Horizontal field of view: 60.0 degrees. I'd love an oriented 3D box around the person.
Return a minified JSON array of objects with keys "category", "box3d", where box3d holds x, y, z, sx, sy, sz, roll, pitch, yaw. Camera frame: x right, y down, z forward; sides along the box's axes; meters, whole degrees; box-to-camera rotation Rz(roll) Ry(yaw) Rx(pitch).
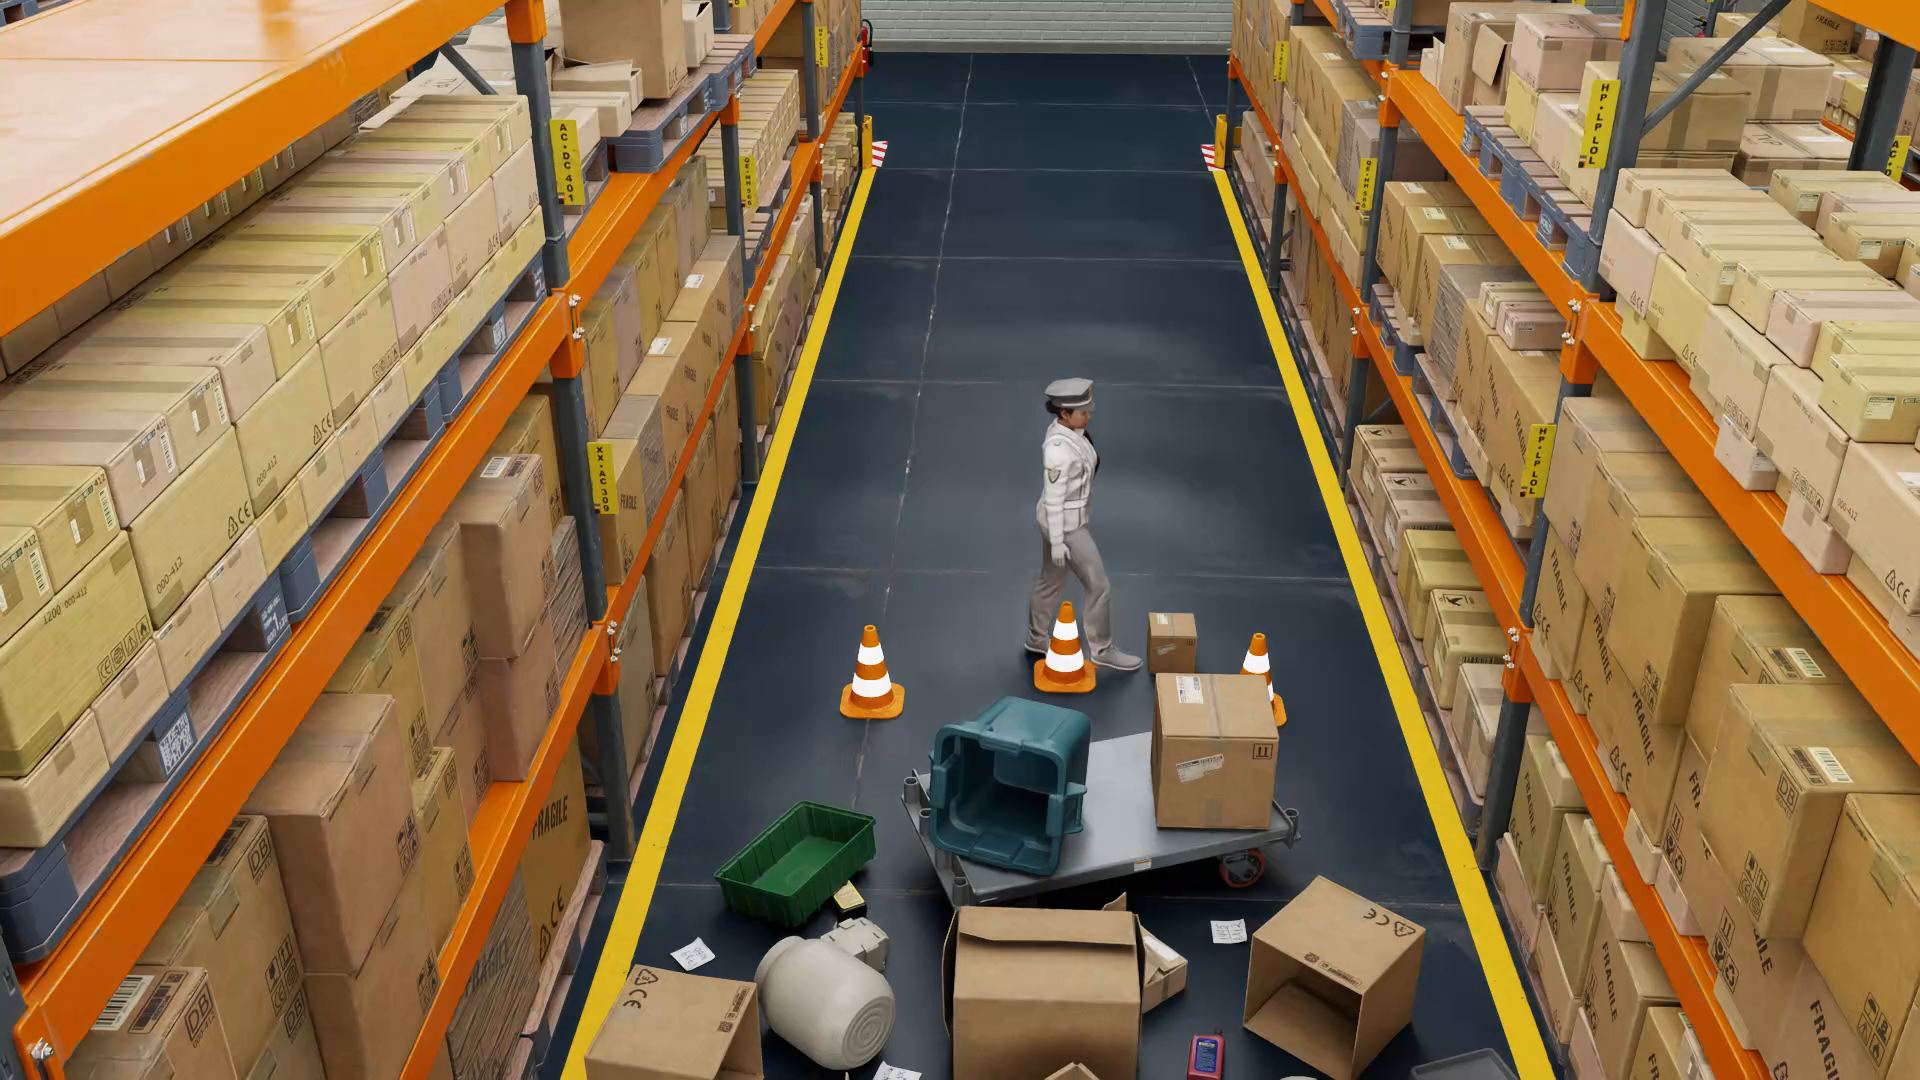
[{"category":"person","box3d":[0.693,-0.079,8.963,0.664,1.664,0.508,3,28,6]}]
